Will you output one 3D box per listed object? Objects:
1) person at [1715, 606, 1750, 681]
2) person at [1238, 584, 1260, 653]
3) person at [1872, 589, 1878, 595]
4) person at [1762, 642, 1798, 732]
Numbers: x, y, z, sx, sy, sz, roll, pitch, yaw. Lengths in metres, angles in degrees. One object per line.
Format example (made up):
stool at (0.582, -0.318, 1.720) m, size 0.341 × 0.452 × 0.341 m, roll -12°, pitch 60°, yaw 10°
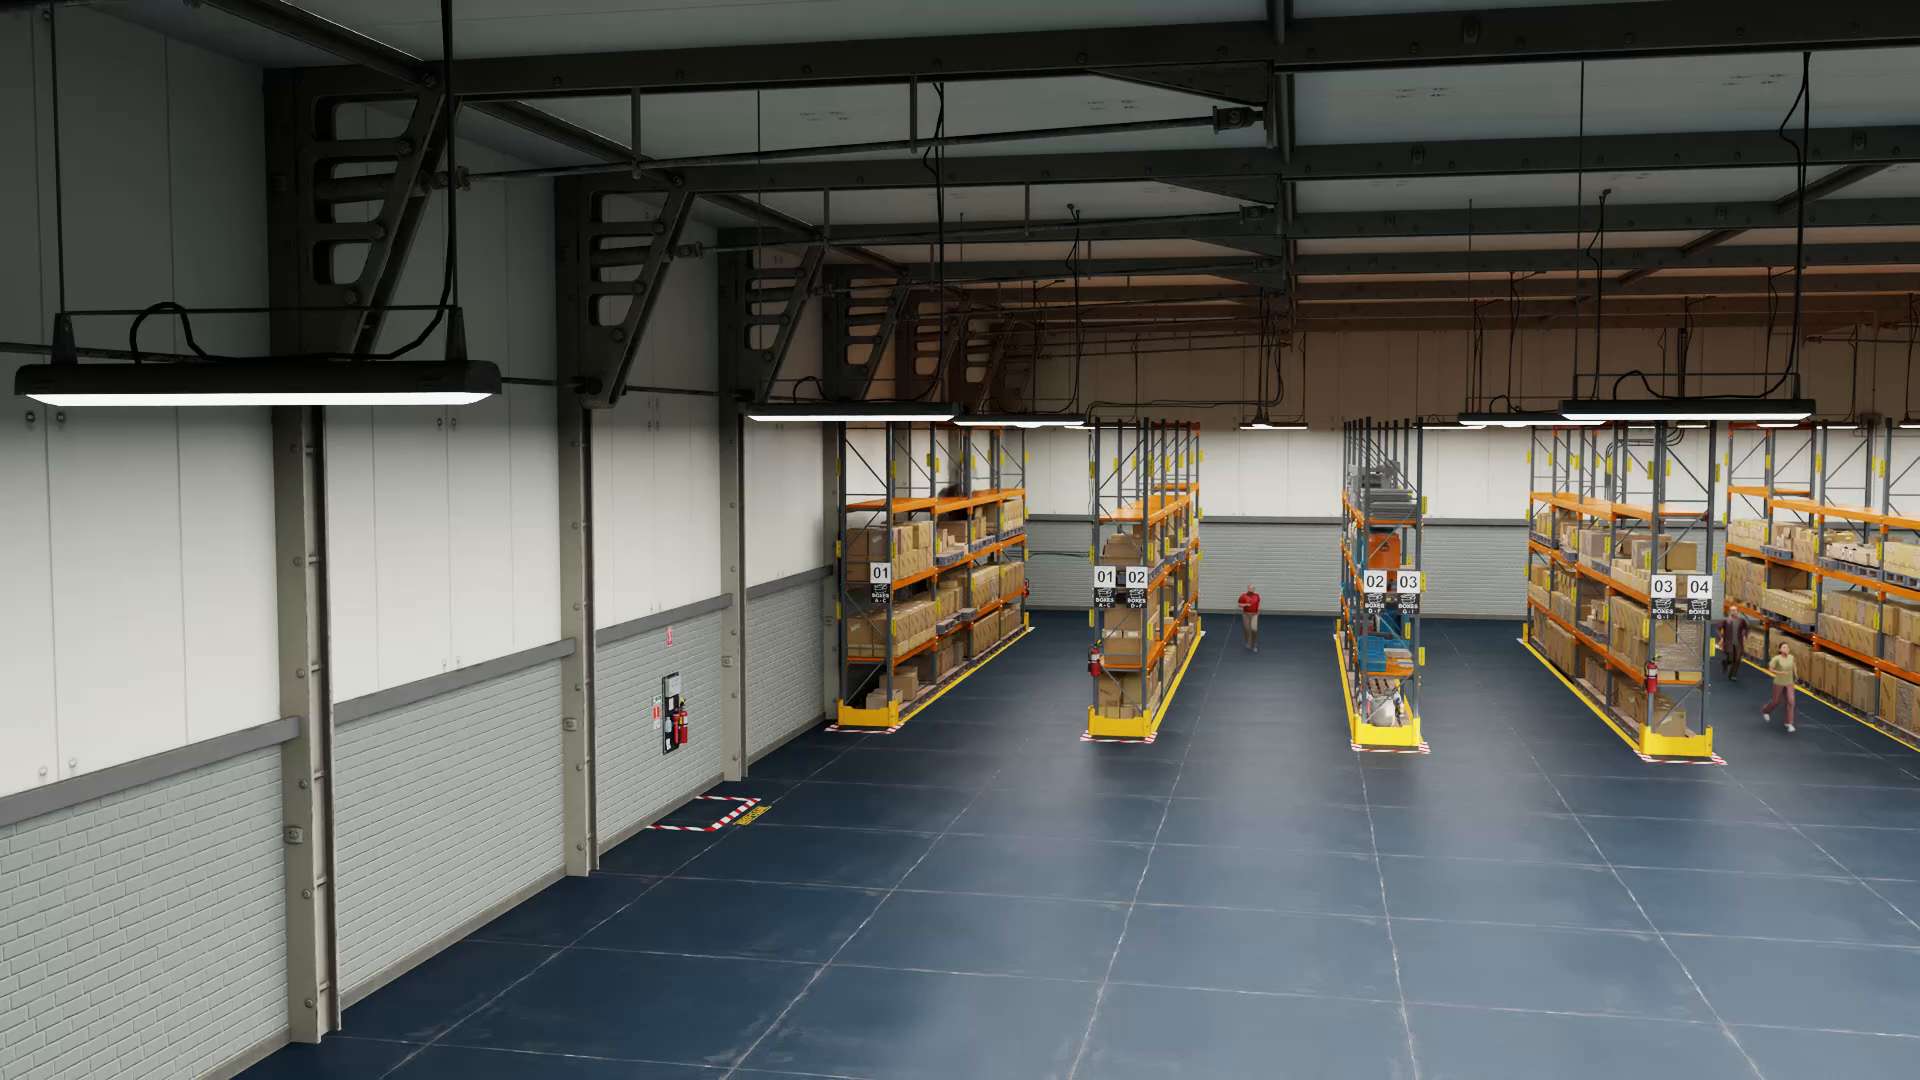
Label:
person at (17.802, 2.386, 38.291) m, size 0.724 × 1.730 × 0.630 m, roll 1°, pitch 4°, yaw 10°
person at (7.571, 2.059, 43.532) m, size 0.627 × 1.807 × 0.775 m, roll 0°, pitch 4°, yaw 1°
person at (24.564, 1.934, 44.725) m, size 0.621 × 1.740 × 0.661 m, roll 1°, pitch 4°, yaw 15°
person at (15.902, 2.799, 32.168) m, size 0.585 × 1.684 × 0.968 m, roll 0°, pitch 4°, yaw 3°
